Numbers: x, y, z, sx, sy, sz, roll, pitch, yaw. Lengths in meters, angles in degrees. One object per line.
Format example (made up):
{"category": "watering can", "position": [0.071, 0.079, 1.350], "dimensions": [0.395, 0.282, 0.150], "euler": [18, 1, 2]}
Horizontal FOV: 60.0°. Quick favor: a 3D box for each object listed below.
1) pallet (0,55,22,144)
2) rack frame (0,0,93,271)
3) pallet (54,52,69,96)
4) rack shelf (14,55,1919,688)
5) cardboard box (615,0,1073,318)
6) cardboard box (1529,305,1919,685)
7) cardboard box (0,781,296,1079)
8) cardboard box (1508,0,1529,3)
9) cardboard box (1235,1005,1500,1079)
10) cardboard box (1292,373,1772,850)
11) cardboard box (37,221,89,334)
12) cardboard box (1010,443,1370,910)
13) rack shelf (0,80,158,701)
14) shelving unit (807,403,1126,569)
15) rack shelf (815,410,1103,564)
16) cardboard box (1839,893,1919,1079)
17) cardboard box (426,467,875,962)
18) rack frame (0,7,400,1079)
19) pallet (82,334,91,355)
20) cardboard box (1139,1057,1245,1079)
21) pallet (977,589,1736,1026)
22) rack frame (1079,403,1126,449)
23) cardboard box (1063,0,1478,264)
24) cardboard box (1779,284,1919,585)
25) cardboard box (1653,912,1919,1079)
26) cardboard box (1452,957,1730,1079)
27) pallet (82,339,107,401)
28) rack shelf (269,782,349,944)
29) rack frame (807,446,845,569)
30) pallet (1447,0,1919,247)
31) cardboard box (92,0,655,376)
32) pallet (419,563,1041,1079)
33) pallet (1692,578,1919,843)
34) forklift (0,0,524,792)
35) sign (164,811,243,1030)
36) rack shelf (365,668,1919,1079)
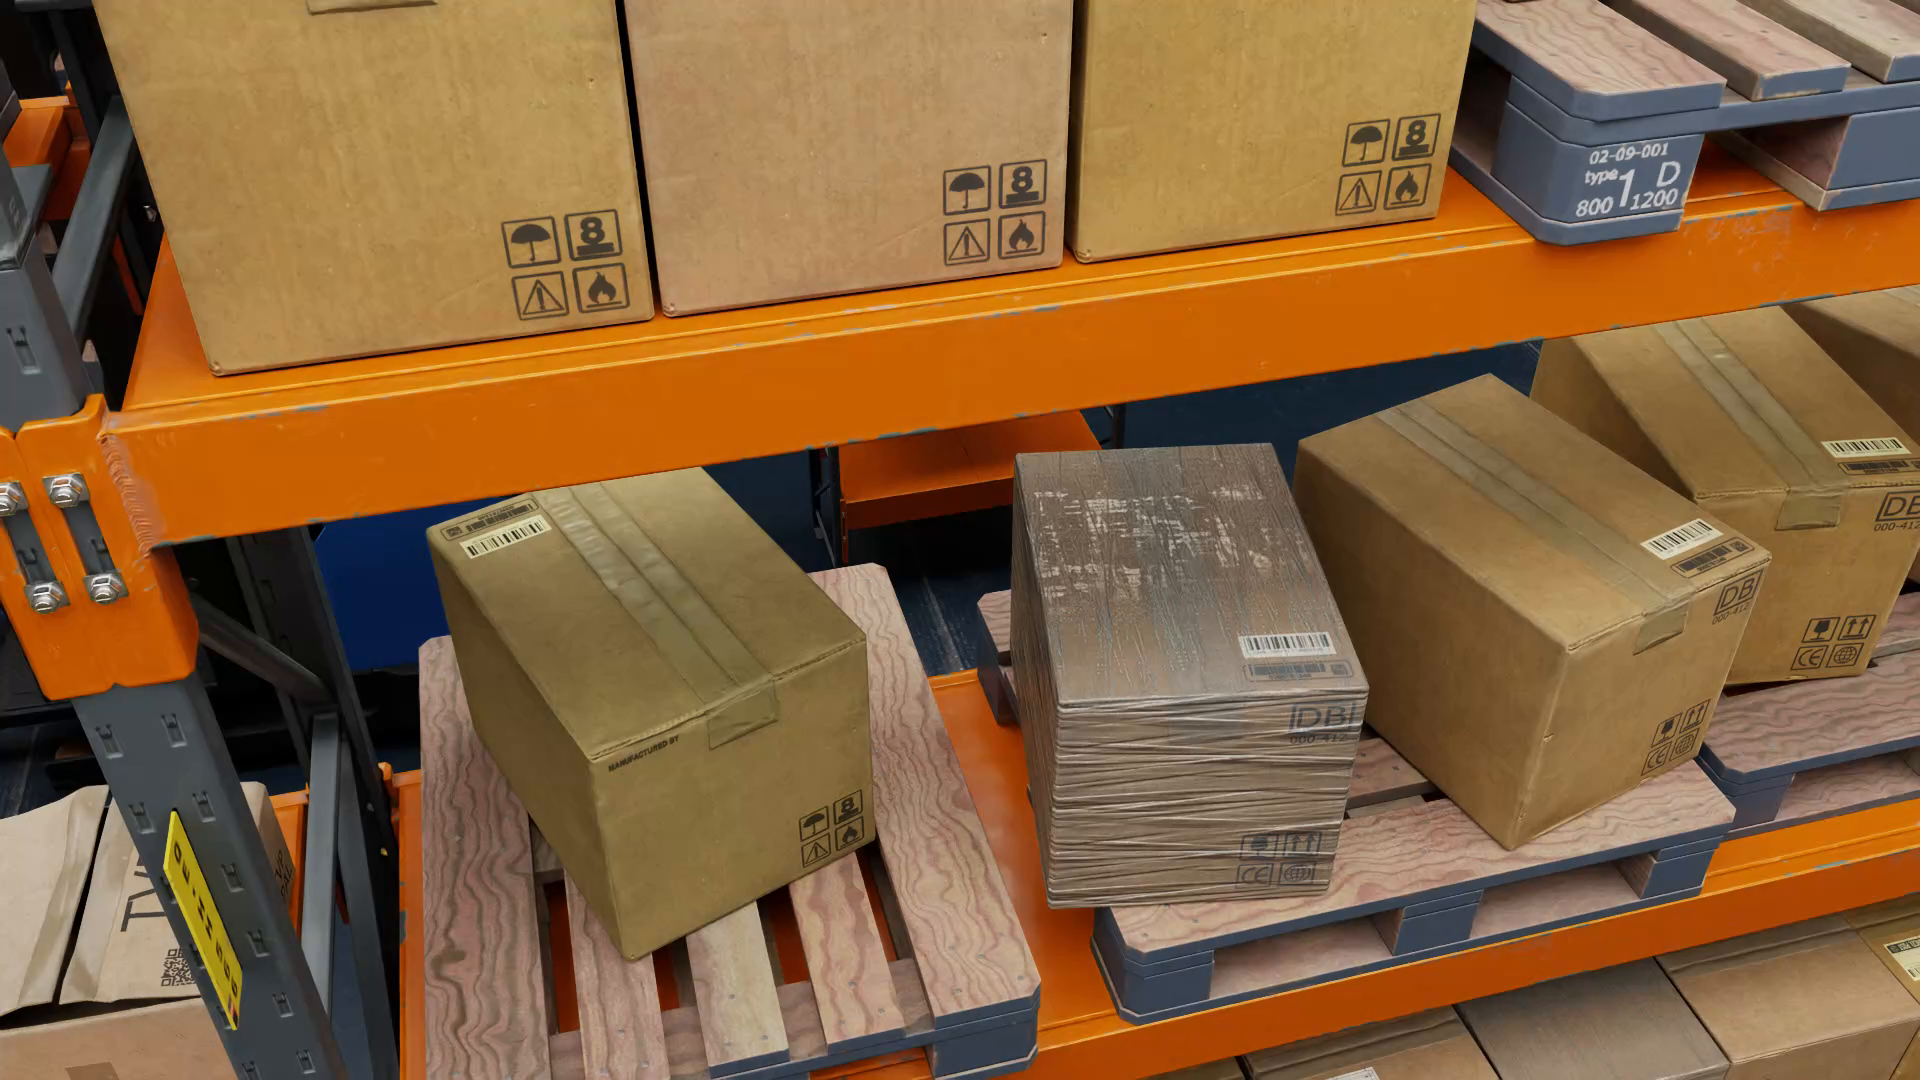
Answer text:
{"category": "pallet", "position": [-1.766, -0.320, 1.886], "dimensions": [1.003, 0.211, 1.213], "euler": [-8, 38, -10]}
{"category": "rack frame", "position": [-1.134, -1.747, 1.127], "dimensions": [0.127, 3.000, 1.000], "euler": [-9, 38, -12]}
{"category": "pallet", "position": [-3.089, -2.017, 6.576], "dimensions": [1.003, 0.211, 1.213], "euler": [-9, 38, -12]}
{"category": "rack shelf", "position": [0.797, -0.586, 2.671], "dimensions": [4.000, 0.370, 1.077], "euler": [-9, 38, -12]}
{"category": "cardboard box", "position": [-0.229, -0.765, 2.230], "dimensions": [0.500, 0.500, 0.910], "euler": [-9, 38, -12]}
{"category": "cardboard box", "position": [1.565, -0.114, 3.502], "dimensions": [0.500, 0.500, 0.700], "euler": [-4, 38, -5]}
{"category": "cardboard box", "position": [-1.496, 0.704, 2.935], "dimensions": [0.500, 0.311, 0.500], "euler": [-7, 38, -9]}
{"category": "cardboard box", "position": [0.935, -1.186, 2.352], "dimensions": [0.600, 0.600, 0.600], "euler": [-11, 39, -14]}
{"category": "cardboard box", "position": [0.872, 1.301, 3.775], "dimensions": [0.500, 0.500, 0.500], "euler": [-11, 39, -13]}
{"category": "cardboard box", "position": [1.038, 0.112, 3.207], "dimensions": [0.500, 0.500, 0.700], "euler": [-19, 41, -23]}
{"category": "cardboard box", "position": [-3.638, -1.293, 7.166], "dimensions": [0.500, 0.500, 0.700], "euler": [-9, 38, -12]}
{"category": "cardboard box", "position": [0.378, 0.231, 3.051], "dimensions": [0.500, 0.500, 0.700], "euler": [-3, 37, -3]}
{"category": "rack shelf", "position": [-3.065, 0.047, 1.843], "dimensions": [4.000, 0.370, 1.077], "euler": [-9, 38, -12]}
{"category": "shelving unit", "position": [0.007, -0.448, 5.910], "dimensions": [1.048, 1.125, 0.538], "euler": [-9, 38, -12]}
{"category": "rack shelf", "position": [0.007, -0.254, 6.058], "dimensions": [1.000, 0.278, 0.538], "euler": [-9, 38, -12]}
{"category": "cardboard box", "position": [2.326, 1.067, 4.082], "dimensions": [0.500, 0.500, 0.500], "euler": [-10, 38, -12]}
{"category": "cardboard box", "position": [-0.555, 0.264, 3.008], "dimensions": [0.500, 0.500, 0.700], "euler": [-23, 43, -27]}
{"category": "rack frame", "position": [-1.134, 0.636, 2.949], "dimensions": [0.127, 3.000, 1.000], "euler": [-9, 38, -12]}
{"category": "pallet", "position": [-4.359, -0.847, 7.184], "dimensions": [1.213, 0.211, 1.003], "euler": [-9, 38, -12]}
{"category": "cardboard box", "position": [0.370, 1.387, 3.663], "dimensions": [0.500, 0.500, 0.500], "euler": [-10, 38, -13]}
{"category": "pallet", "position": [0.742, 0.402, 3.414], "dimensions": [1.213, 0.211, 1.003], "euler": [-9, 38, -12]}
{"category": "rack frame", "position": [0.497, -0.528, 6.015], "dimensions": [0.032, 1.125, 0.500], "euler": [-9, 38, -12]}
{"category": "cardboard box", "position": [0.273, -0.847, 2.337], "dimensions": [0.500, 0.500, 0.910], "euler": [-9, 38, -12]}
{"category": "cardboard box", "position": [2.212, -0.260, 3.693], "dimensions": [0.500, 0.500, 0.700], "euler": [-23, 43, -27]}
{"category": "cardboard box", "position": [1.847, 1.140, 3.986], "dimensions": [0.500, 0.500, 0.500], "euler": [-9, 38, -12]}
{"category": "cardboard box", "position": [1.363, 1.220, 3.882], "dimensions": [0.500, 0.500, 0.500], "euler": [-9, 38, -11]}
{"category": "pallet", "position": [-3.184, -1.038, 7.434], "dimensions": [1.213, 0.211, 1.003], "euler": [-9, 38, -12]}
{"category": "rack shelf", "position": [-3.065, 1.239, 2.754], "dimensions": [4.000, 0.370, 1.077], "euler": [-9, 38, -12]}
{"category": "rack frame", "position": [-0.484, -0.367, 5.804], "dimensions": [0.032, 1.125, 0.500], "euler": [-9, 38, -12]}
{"category": "pallet", "position": [1.080, -0.886, 2.625], "dimensions": [1.003, 0.211, 1.213], "euler": [-9, 38, -12]}
{"category": "cardboard box", "position": [-0.721, -0.684, 2.124], "dimensions": [0.500, 0.500, 0.910], "euler": [-9, 38, -12]}
{"category": "pallet", "position": [-0.498, 0.564, 3.202], "dimensions": [1.003, 0.211, 1.213], "euler": [-9, 38, -12]}
{"category": "pallet", "position": [1.928, 0.141, 3.754], "dimensions": [1.213, 0.211, 1.003], "euler": [-9, 38, -12]}
{"category": "forklift", "position": [-2.586, -0.729, 4.791], "dimensions": [3.031, 2.935, 1.130], "euler": [-8, 38, -10]}
{"category": "sign", "position": [-0.986, 0.501, 2.173], "dimensions": [0.005, 0.325, 0.100], "euler": [-9, 38, -12]}
{"category": "rack shelf", "position": [0.797, 0.605, 3.582], "dimensions": [4.000, 0.370, 1.077], "euler": [-9, 38, -12]}
